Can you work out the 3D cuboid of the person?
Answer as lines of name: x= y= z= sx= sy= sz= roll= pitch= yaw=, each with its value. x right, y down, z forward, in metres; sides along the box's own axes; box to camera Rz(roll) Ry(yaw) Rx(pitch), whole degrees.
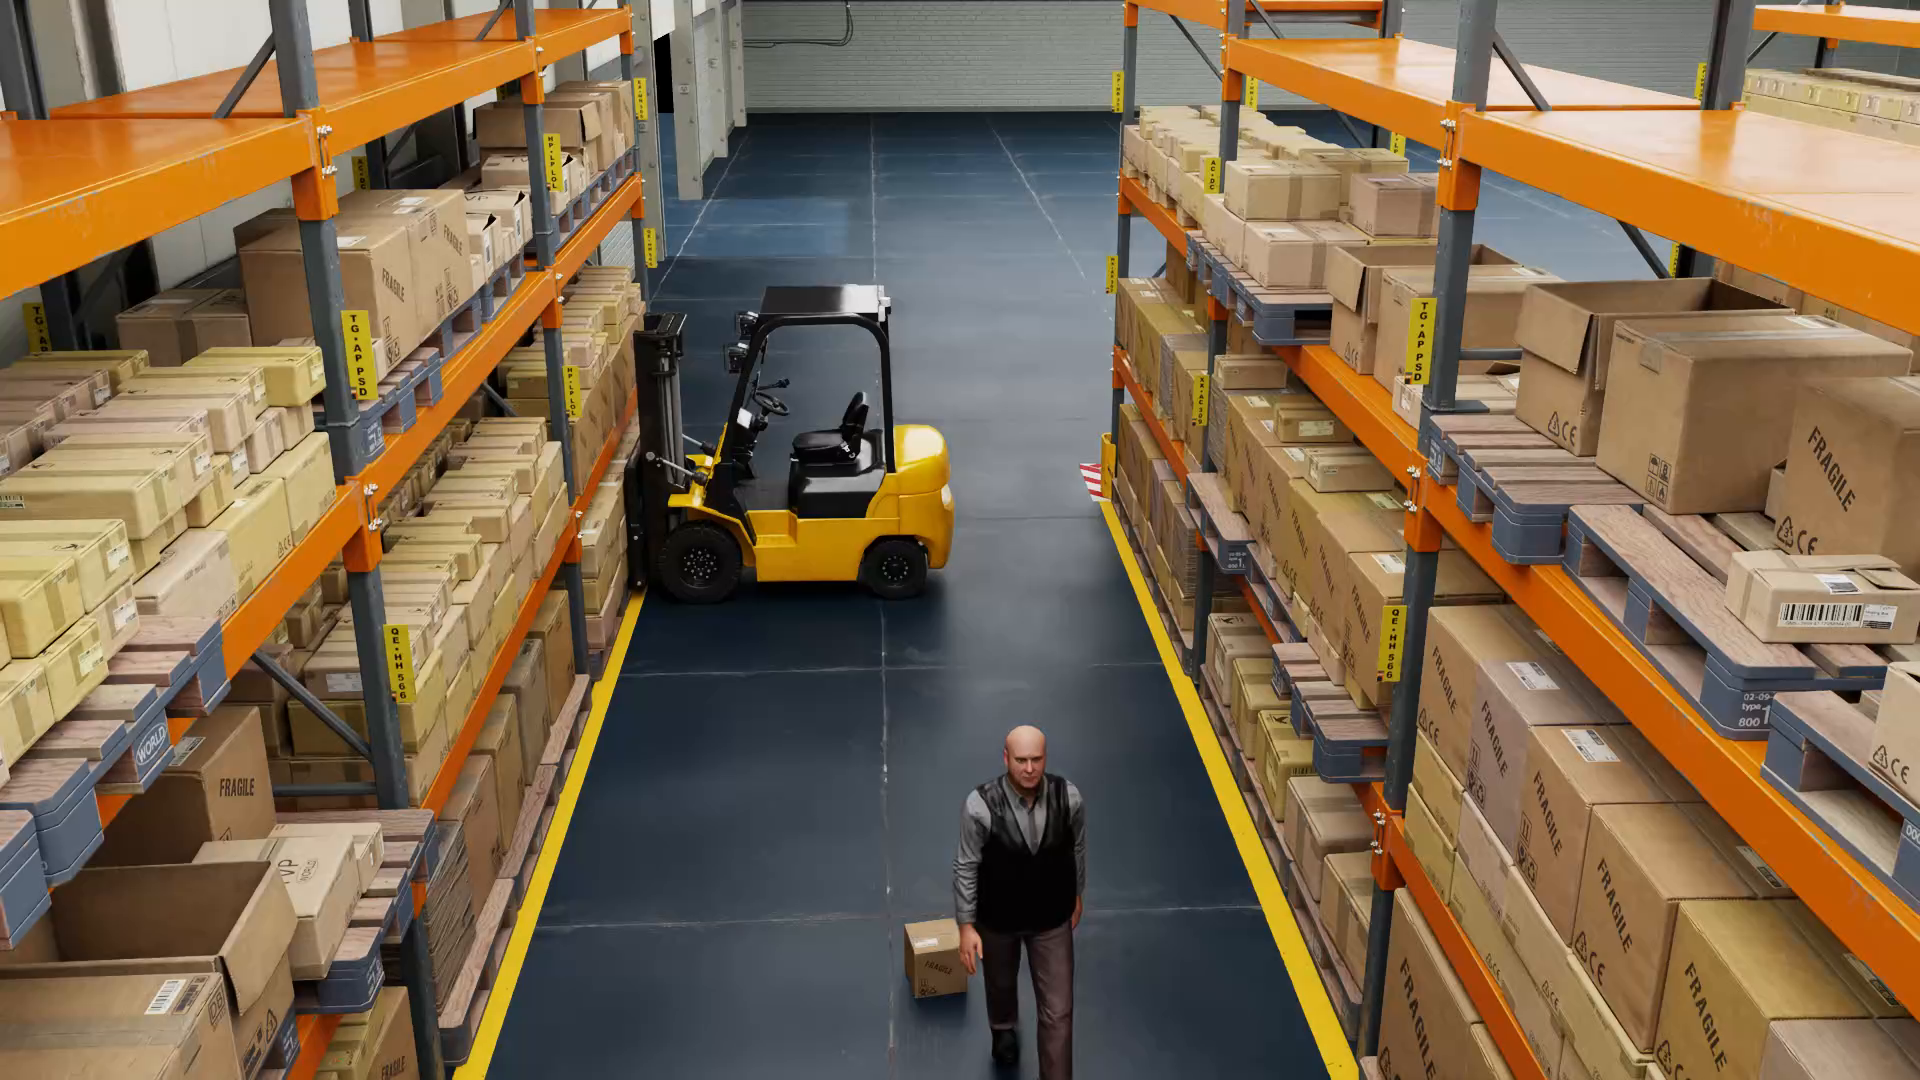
person: x=0.259 y=1.572 z=6.798 sx=0.575 sy=1.674 sz=0.962 roll=-2 pitch=20 yaw=-6
